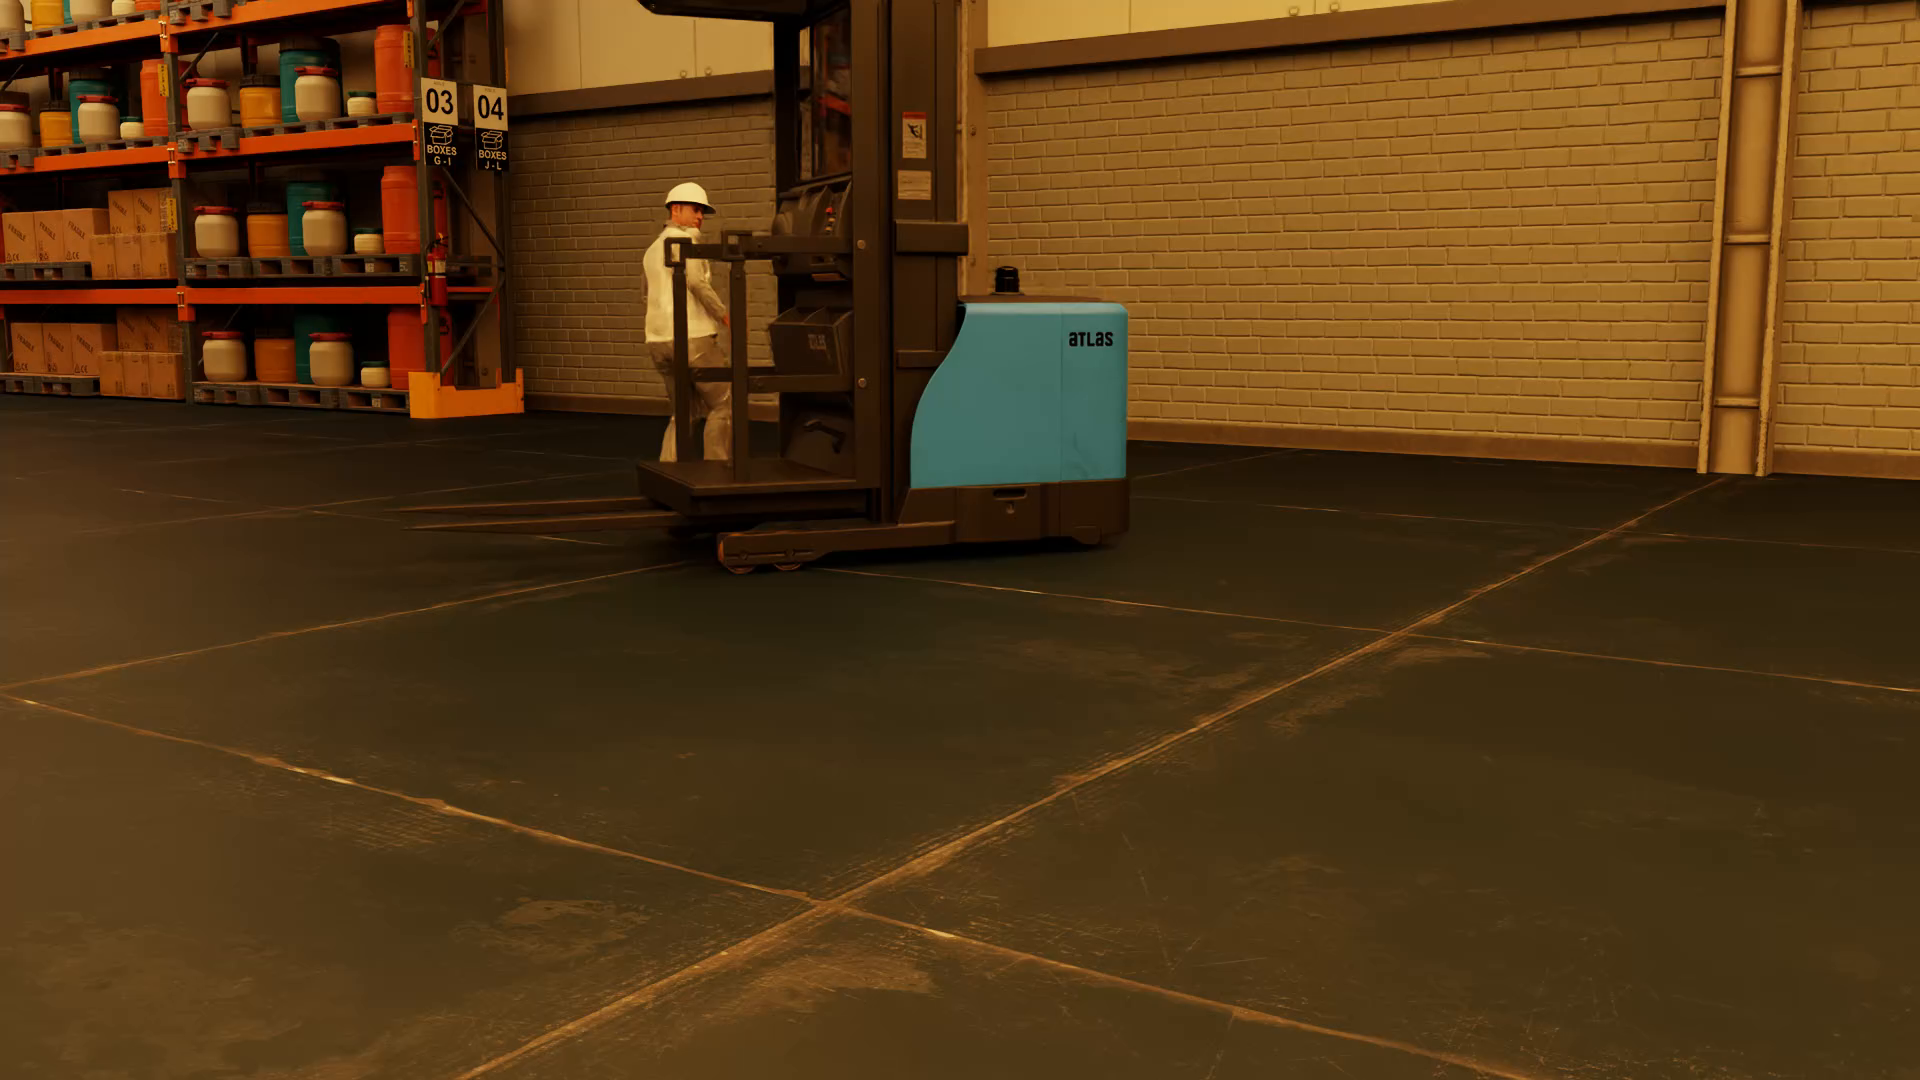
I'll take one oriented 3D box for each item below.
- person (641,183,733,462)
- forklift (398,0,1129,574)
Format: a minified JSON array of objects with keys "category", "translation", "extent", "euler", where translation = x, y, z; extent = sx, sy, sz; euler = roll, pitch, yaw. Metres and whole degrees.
[{"category":"person","translation":[-1.507,-1.112,9.289],"extent":[0.515,1.740,0.728],"euler":[-8,11,-43]},{"category":"forklift","translation":[-0.818,-1.399,7.032],"extent":[3.031,2.935,1.130],"euler":[-3,9,-22]}]
